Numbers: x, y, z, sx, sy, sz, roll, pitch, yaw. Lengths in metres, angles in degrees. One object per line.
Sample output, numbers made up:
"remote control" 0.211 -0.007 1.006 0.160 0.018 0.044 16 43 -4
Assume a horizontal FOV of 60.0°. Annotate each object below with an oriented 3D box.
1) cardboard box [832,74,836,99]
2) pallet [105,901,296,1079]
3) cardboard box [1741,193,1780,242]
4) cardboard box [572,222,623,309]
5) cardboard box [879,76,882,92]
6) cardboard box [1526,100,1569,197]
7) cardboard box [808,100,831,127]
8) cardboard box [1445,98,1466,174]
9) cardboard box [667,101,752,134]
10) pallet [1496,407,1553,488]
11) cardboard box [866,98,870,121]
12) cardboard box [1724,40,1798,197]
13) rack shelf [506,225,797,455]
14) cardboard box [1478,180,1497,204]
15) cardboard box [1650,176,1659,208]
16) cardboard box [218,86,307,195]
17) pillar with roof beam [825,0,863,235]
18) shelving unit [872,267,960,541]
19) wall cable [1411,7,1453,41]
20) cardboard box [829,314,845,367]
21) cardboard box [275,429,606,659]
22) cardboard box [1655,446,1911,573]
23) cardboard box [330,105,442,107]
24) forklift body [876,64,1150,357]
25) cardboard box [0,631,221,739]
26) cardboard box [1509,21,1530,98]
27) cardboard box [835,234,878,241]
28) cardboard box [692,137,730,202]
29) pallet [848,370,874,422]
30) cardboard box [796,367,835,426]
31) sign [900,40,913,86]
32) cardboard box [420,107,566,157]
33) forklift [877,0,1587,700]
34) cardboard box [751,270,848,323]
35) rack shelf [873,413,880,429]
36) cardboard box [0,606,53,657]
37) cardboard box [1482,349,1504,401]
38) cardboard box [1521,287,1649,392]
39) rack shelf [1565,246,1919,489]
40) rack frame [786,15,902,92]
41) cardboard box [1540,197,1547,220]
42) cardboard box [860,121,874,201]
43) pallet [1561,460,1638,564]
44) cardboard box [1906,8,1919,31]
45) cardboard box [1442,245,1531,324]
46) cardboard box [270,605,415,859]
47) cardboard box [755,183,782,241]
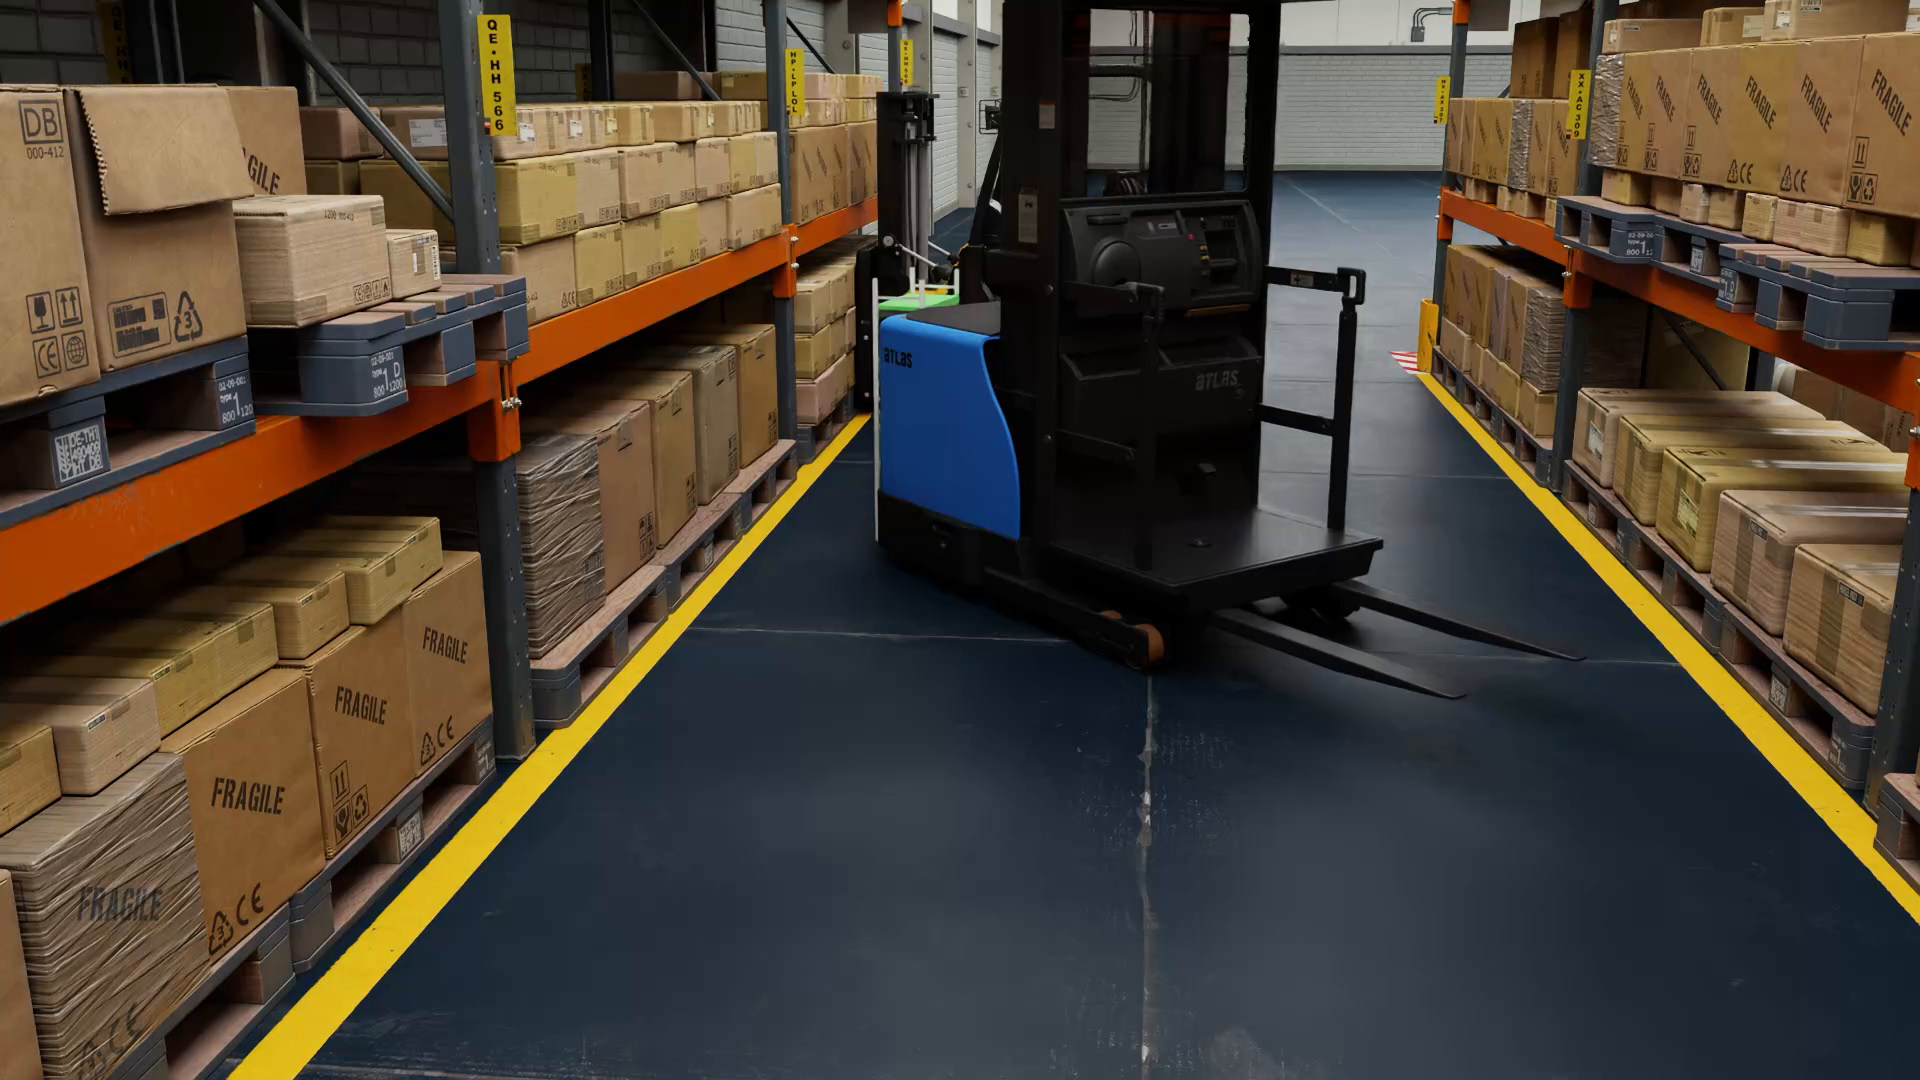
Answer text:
"cardboard box" -0.977 -2.808 10.298 0.380 0.149 0.250 2 15 6
"pallet" -2.098 1.064 3.324 1.003 0.211 1.213 2 15 6
"cardboard box" 2.895 -1.094 5.637 0.380 0.149 0.250 2 15 7
"cardboard box" -1.482 -0.956 5.739 0.500 0.250 0.500 1 15 5
"cardboard box" -0.762 -3.206 11.769 0.380 0.149 0.250 2 15 6
"cardboard box" 3.402 -2.131 9.034 0.500 0.500 0.500 2 15 8
"cardboard box" -0.957 -2.462 9.585 0.380 0.149 0.250 2 15 7
"cardboard box" 3.670 -2.797 11.499 0.500 0.500 0.500 1 15 5
"cardboard box" -1.214 -2.027 7.976 0.380 0.149 0.250 1 15 5
"pallet" 3.588 -0.512 9.150 1.003 0.211 1.213 2 15 6
"cardboard box" -0.806 -2.861 11.063 0.380 0.149 0.250 1 15 4
"cardboard box" 2.974 -1.431 5.643 0.500 0.500 0.500 1 15 2
"rack shelf" -1.611 -0.962 6.851 1.077 0.370 4.000 2 15 6
"cardboard box" 3.560 -2.252 10.725 0.380 0.149 0.250 2 15 8
"cardboard box" 3.178 -1.490 7.102 0.380 0.149 0.250 3 15 10
"cardboard box" -2.050 -0.913 4.294 0.500 0.500 0.500 2 15 9
"pillar with roof beam" 3.047 -7.037 16.446 9.100 9.000 0.400 2 15 6
"shelving unit" -0.195 -0.626 7.680 0.258 1.200 0.503 5 16 18
"wall cable" 12.555 -15.471 41.123 2.305 6.003 0.169 2 15 6
"cardboard box" -0.969 -1.192 9.828 0.500 0.250 0.500 2 15 6
"cardboard box" -1.752 -0.008 5.691 0.875 0.625 0.625 2 15 8
"cardboard box" 3.336 -0.114 6.566 0.950 0.372 0.625 2 15 8
"cardboard box" -2.034 -1.444 5.823 0.380 0.149 0.250 1 15 5
"forklift body" 0.665 -1.910 10.605 2.313 2.155 1.214 2 15 6
"cardboard box" -1.817 0.306 3.524 0.380 0.149 0.250 1 15 5
"cardboard box" 4.158 -3.256 11.279 0.700 0.500 0.500 1 15 5
"cardboard box" -0.676 -2.095 12.210 0.500 0.250 0.500 2 15 8
"cardboard box" -1.301 -1.596 7.147 0.500 0.250 0.500 2 15 7
"pallet" -1.119 -1.004 10.971 1.003 0.211 1.213 2 15 6
"cardboard box" -1.001 -0.819 9.408 0.500 0.250 0.500 2 15 7
"sign" -0.396 -3.519 12.258 0.100 0.325 0.005 2 15 6
"cardboard box" -1.479 -1.295 5.271 0.380 0.149 0.250 2 15 7
"forklift" 0.899 -1.094 6.091 1.130 2.935 3.031 -10 18 -34
"cardboard box" -0.951 -1.435 9.768 0.500 0.250 0.500 2 15 6
"rack shelf" -0.195 -0.565 7.697 0.258 0.148 0.480 5 16 18
"cardboard box" -2.333 0.229 3.810 0.380 0.149 0.250 1 15 4
"cardboard box" 3.459 -0.989 10.038 0.500 0.250 0.500 2 15 7
"cardboard box" 3.347 -1.081 8.941 0.500 0.500 0.500 1 15 5
"rack shelf" 3.322 -0.817 6.314 1.077 0.370 4.000 2 15 6
"rack frame" -0.934 -2.865 12.512 1.000 3.000 0.127 2 15 6
"cardboard box" 3.451 -1.848 9.232 0.380 0.149 0.250 1 15 5
"cardboard box" -0.854 -2.511 11.010 0.500 0.500 0.500 1 15 5
"pallet" 3.461 -0.135 7.755 1.003 0.211 1.213 2 15 6
"cardboard box" 3.647 -2.013 6.552 0.380 0.149 0.250 1 15 4
"cardboard box" 3.631 -1.750 11.415 0.500 0.500 0.500 1 15 4
"cardboard box" -1.737 0.459 4.202 0.500 0.500 0.500 1 15 5
"cardboard box" -1.182 -1.617 8.183 0.500 0.250 0.500 2 15 8
